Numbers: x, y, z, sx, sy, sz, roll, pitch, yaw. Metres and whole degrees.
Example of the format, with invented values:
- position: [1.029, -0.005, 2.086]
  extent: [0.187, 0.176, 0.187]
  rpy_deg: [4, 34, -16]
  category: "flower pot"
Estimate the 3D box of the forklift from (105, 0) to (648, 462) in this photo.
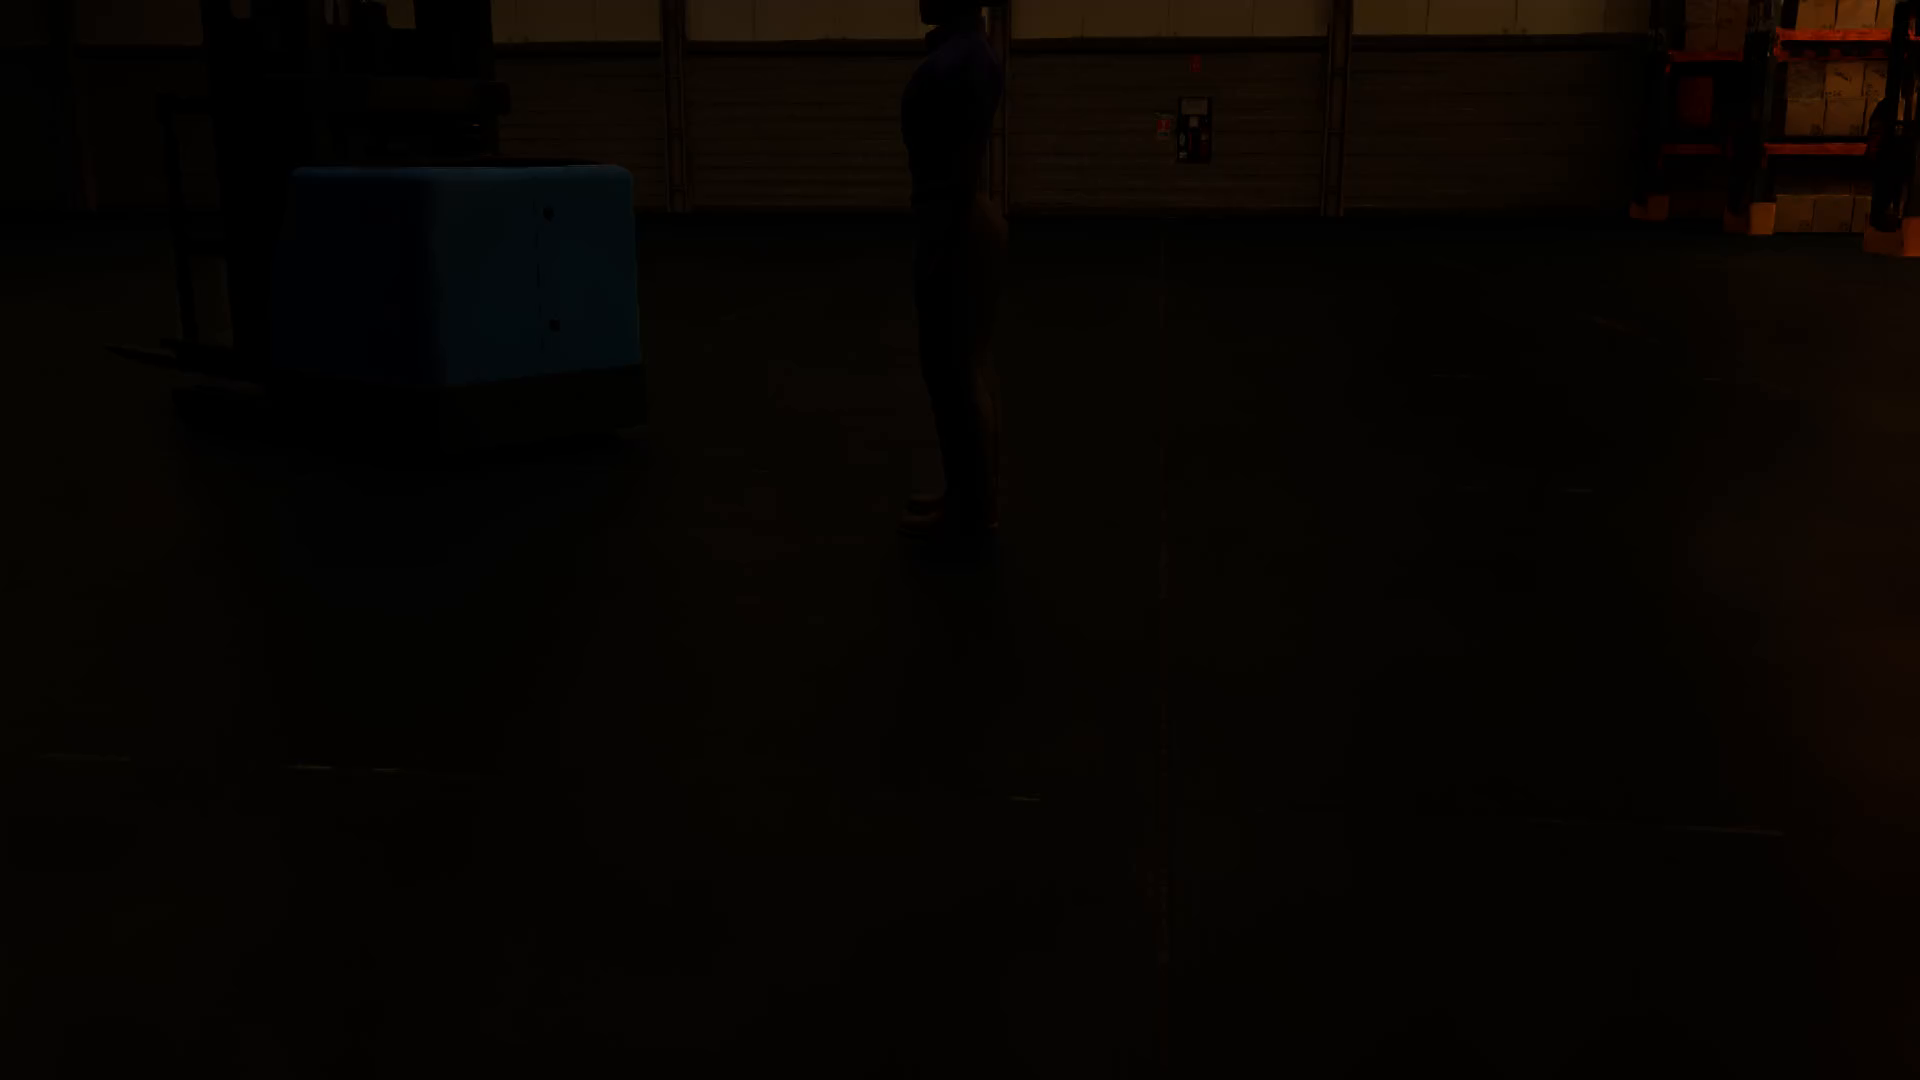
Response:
- position: [-2.698, -1.965, 6.911]
  extent: [3.031, 2.935, 1.130]
  rpy_deg: [11, 17, 39]
  category: "forklift"

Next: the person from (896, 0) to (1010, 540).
- position: [-0.023, -0.840, 4.760]
  extent: [0.320, 1.648, 0.446]
  rpy_deg: [2, 13, 7]
  category: "person"
